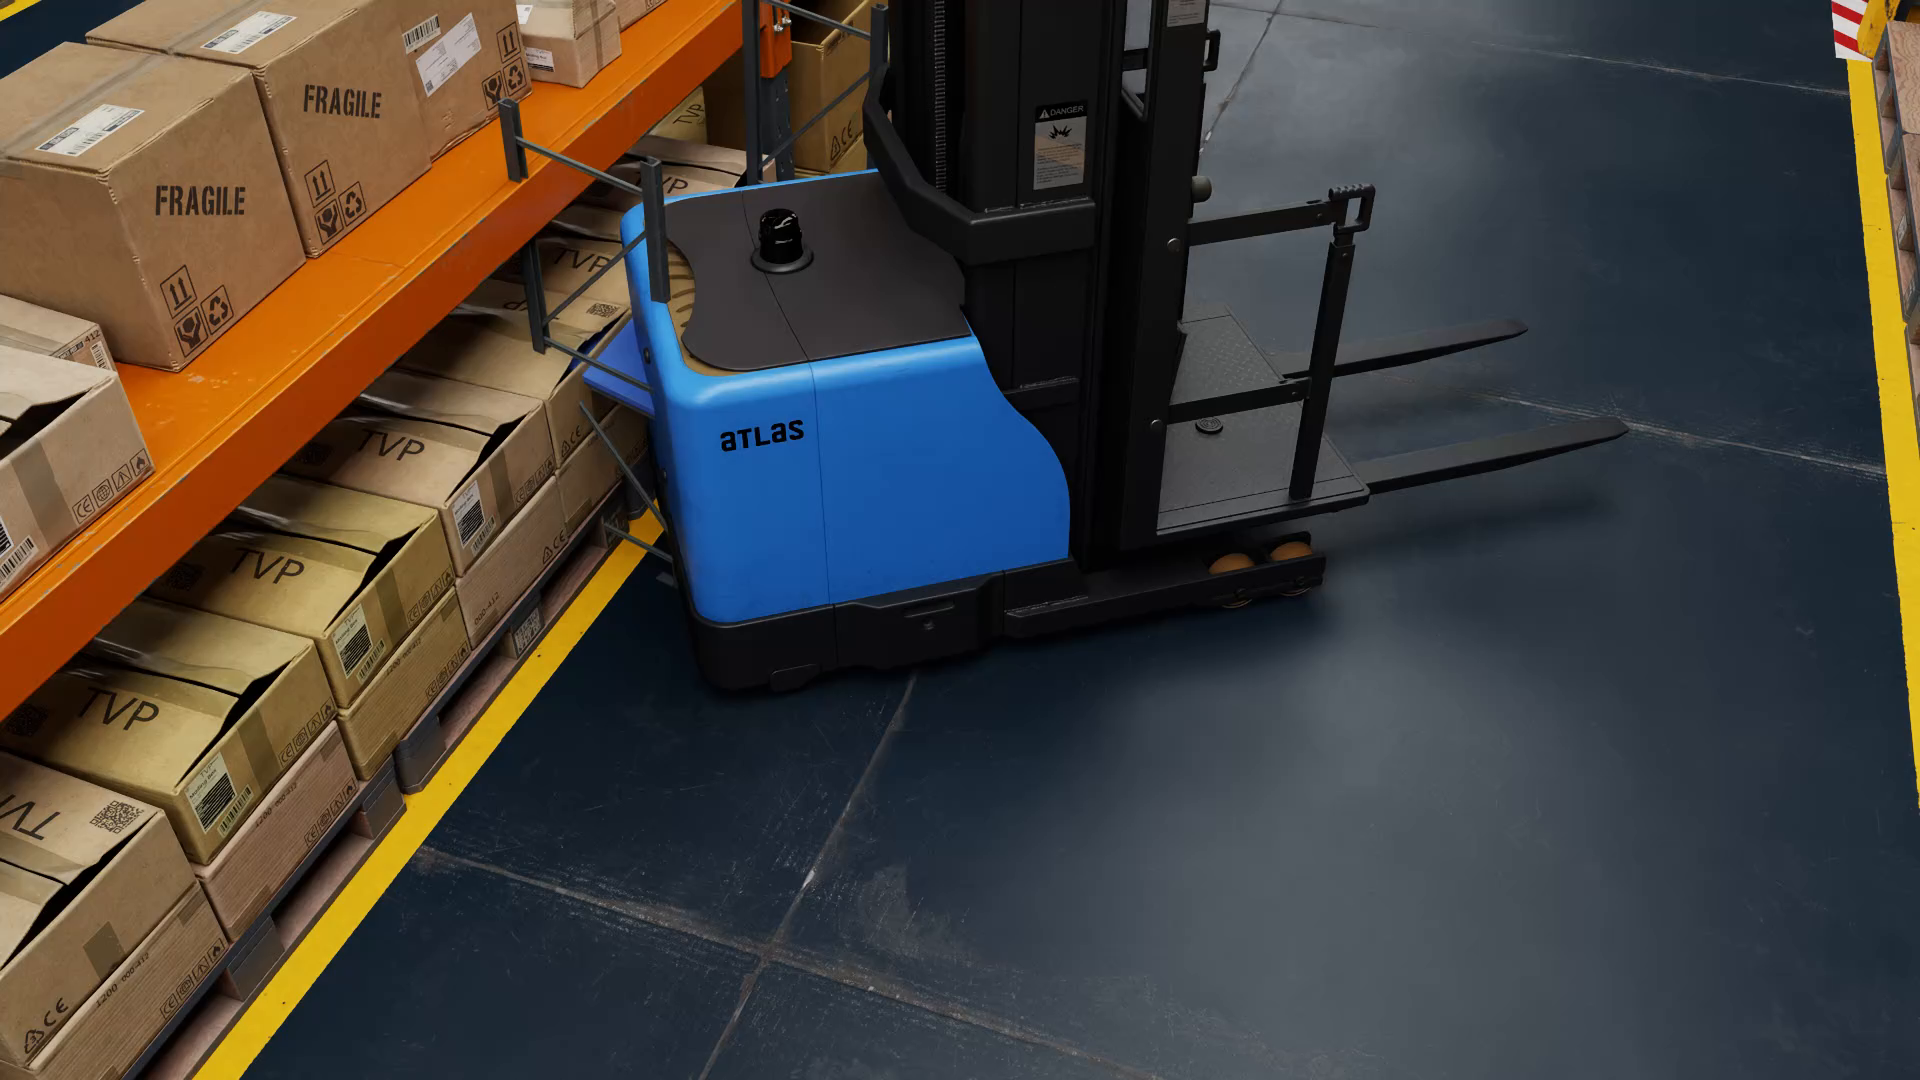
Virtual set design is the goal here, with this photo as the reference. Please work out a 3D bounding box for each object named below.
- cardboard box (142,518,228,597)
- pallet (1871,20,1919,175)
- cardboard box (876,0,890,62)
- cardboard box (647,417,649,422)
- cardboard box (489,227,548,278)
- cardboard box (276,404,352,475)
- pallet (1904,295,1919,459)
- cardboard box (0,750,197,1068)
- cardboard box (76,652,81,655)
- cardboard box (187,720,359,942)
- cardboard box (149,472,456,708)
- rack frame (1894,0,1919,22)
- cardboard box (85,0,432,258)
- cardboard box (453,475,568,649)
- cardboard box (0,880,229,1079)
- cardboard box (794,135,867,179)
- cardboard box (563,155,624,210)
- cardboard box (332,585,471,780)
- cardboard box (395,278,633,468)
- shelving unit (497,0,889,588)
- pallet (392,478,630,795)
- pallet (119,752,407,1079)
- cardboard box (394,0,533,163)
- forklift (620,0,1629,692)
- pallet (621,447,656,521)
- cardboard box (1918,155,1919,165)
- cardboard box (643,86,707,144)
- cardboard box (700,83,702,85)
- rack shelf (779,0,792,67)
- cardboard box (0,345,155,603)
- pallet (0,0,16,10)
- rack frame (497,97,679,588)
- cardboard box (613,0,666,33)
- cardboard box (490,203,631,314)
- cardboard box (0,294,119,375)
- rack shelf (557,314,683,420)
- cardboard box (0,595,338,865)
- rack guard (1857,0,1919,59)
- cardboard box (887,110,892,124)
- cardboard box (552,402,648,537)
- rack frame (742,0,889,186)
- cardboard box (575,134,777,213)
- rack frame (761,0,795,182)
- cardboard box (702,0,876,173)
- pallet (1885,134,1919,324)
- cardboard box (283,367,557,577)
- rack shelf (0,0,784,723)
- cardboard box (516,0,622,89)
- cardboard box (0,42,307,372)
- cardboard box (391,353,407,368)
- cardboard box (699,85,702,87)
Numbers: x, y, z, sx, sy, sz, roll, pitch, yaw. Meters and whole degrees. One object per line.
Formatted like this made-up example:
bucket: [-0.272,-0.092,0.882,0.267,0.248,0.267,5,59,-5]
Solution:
cardboard box: [-2.157,-0.020,4.325,0.500,0.311,0.500,13,42,15]
pallet: [4.604,-1.880,7.291,1.003,0.211,1.213,13,42,15]
cardboard box: [-0.467,-2.051,6.561,0.500,0.500,0.500,13,42,15]
cardboard box: [-1.128,-0.621,5.461,0.500,0.250,0.500,13,42,14]
cardboard box: [-1.635,-0.958,5.425,0.500,0.311,0.500,13,42,15]
cardboard box: [-1.983,-0.325,4.682,0.500,0.311,0.500,14,43,16]
pallet: [3.769,-0.392,5.547,1.003,0.211,1.213,13,42,15]
cardboard box: [-1.996,0.726,3.451,0.500,0.311,0.500,15,43,17]
cardboard box: [-2.332,0.288,3.965,0.500,0.311,0.500,13,42,14]
cardboard box: [-1.825,0.633,3.992,0.500,0.250,0.500,12,42,14]
cardboard box: [-1.648,0.093,4.193,0.500,0.311,0.500,12,42,14]
rack frame: [4.941,-3.475,7.012,1.000,3.000,0.127,13,42,15]
cardboard box: [-1.713,-1.079,4.126,0.500,0.500,0.500,13,42,15]
cardboard box: [-1.477,0.002,4.732,0.500,0.250,0.500,14,42,16]
cardboard box: [-1.996,0.939,3.633,0.500,0.250,0.500,13,42,15]
cardboard box: [-0.640,-1.462,6.447,0.500,0.250,0.500,13,42,15]
cardboard box: [-1.459,-1.263,5.782,0.500,0.311,0.500,13,42,15]
cardboard box: [-1.653,0.314,4.366,0.500,0.250,0.500,12,42,14]
cardboard box: [-1.298,-0.526,4.919,0.500,0.311,0.500,13,42,15]
shelving unit: [-0.731,-0.770,4.968,0.538,1.500,1.048,25,48,20]
pallet: [-1.714,0.133,4.931,1.003,0.211,1.213,13,42,15]
pallet: [-2.133,0.875,4.062,1.003,0.211,1.213,13,42,15]
cardboard box: [-1.542,-1.384,4.484,0.500,0.500,0.500,16,43,18]
forklift: [0.597,-1.229,4.432,3.031,2.935,1.130,-11,42,-12]
pallet: [-1.299,-0.613,5.806,1.003,0.211,1.213,13,42,15]
cardboard box: [4.127,-1.505,6.290,0.700,0.500,0.500,11,42,12]
cardboard box: [-1.130,-1.577,6.583,0.500,0.250,0.500,13,42,15]
cardboard box: [-0.948,-2.165,6.694,0.500,0.500,0.500,13,42,15]
rack shelf: [-0.400,-3.078,7.101,1.077,0.370,4.000,13,42,15]
cardboard box: [-1.964,-0.161,3.197,0.500,0.311,0.500,13,42,15]
pallet: [-5.468,-2.574,8.104,1.003,0.211,1.213,13,42,15]
rack frame: [-0.995,-0.479,4.646,0.500,1.500,0.032,25,48,20]
cardboard box: [-1.211,-1.765,5.124,0.500,0.250,0.500,16,43,18]
cardboard box: [-1.125,-0.830,5.275,0.500,0.311,0.500,14,43,16]
cardboard box: [-2.068,-0.387,3.587,0.380,0.149,0.250,16,43,18]
rack shelf: [-0.743,-0.642,5.093,0.538,0.185,1.000,25,48,20]
cardboard box: [-1.825,0.404,3.829,0.500,0.311,0.500,12,42,14]
rack guard: [4.915,-2.478,7.769,1.175,0.500,0.348,13,42,15]
cardboard box: [-0.464,-1.765,6.803,0.500,0.250,0.500,13,42,15]
cardboard box: [-1.302,-0.309,5.095,0.500,0.250,0.500,14,42,16]
rack frame: [-0.467,-1.062,5.290,0.500,1.500,0.032,25,48,20]
cardboard box: [-0.953,-1.149,5.648,0.500,0.311,0.500,13,42,15]
rack frame: [-1.084,-2.132,5.438,1.000,3.000,0.127,13,42,15]
cardboard box: [-0.631,-1.745,6.201,0.500,0.500,0.500,13,42,15]
pallet: [4.185,-1.138,6.422,1.003,0.211,1.213,13,42,15]
cardboard box: [-1.473,-0.220,4.560,0.500,0.311,0.500,13,42,15]
rack shelf: [-1.767,-0.639,4.242,1.077,0.370,4.000,13,42,15]
cardboard box: [-1.212,-1.504,4.805,0.396,0.266,0.258,12,42,14]
cardboard box: [-1.893,-0.758,3.750,0.500,0.500,0.500,11,42,13]
cardboard box: [-1.811,-0.643,5.055,0.500,0.311,0.500,12,42,14]
cardboard box: [-0.950,-1.880,6.938,0.500,0.250,0.500,13,42,15]
